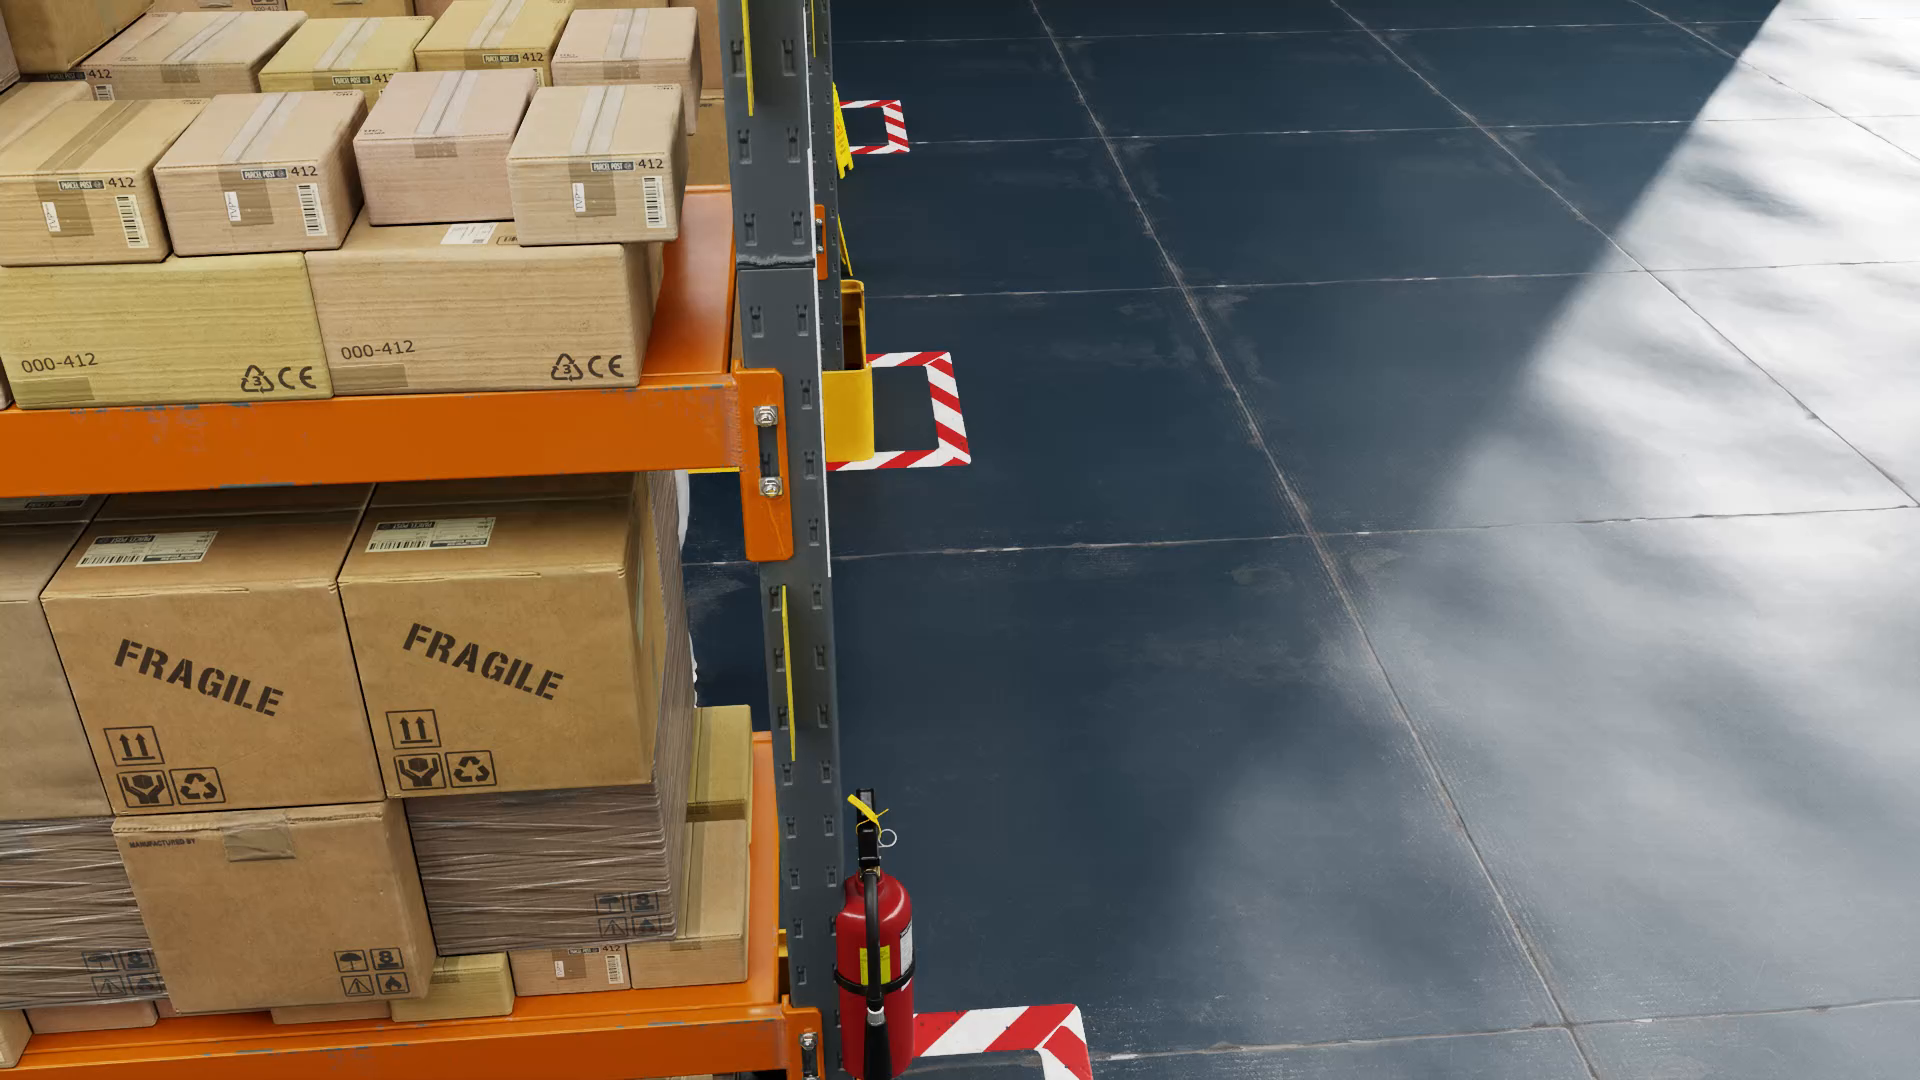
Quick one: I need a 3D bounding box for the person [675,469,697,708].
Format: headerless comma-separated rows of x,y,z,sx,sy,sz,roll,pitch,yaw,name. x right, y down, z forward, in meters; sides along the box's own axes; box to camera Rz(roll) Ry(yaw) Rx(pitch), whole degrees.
-1.184,-0.062,6.236,0.358,1.673,0.486,-3,31,-4,person
